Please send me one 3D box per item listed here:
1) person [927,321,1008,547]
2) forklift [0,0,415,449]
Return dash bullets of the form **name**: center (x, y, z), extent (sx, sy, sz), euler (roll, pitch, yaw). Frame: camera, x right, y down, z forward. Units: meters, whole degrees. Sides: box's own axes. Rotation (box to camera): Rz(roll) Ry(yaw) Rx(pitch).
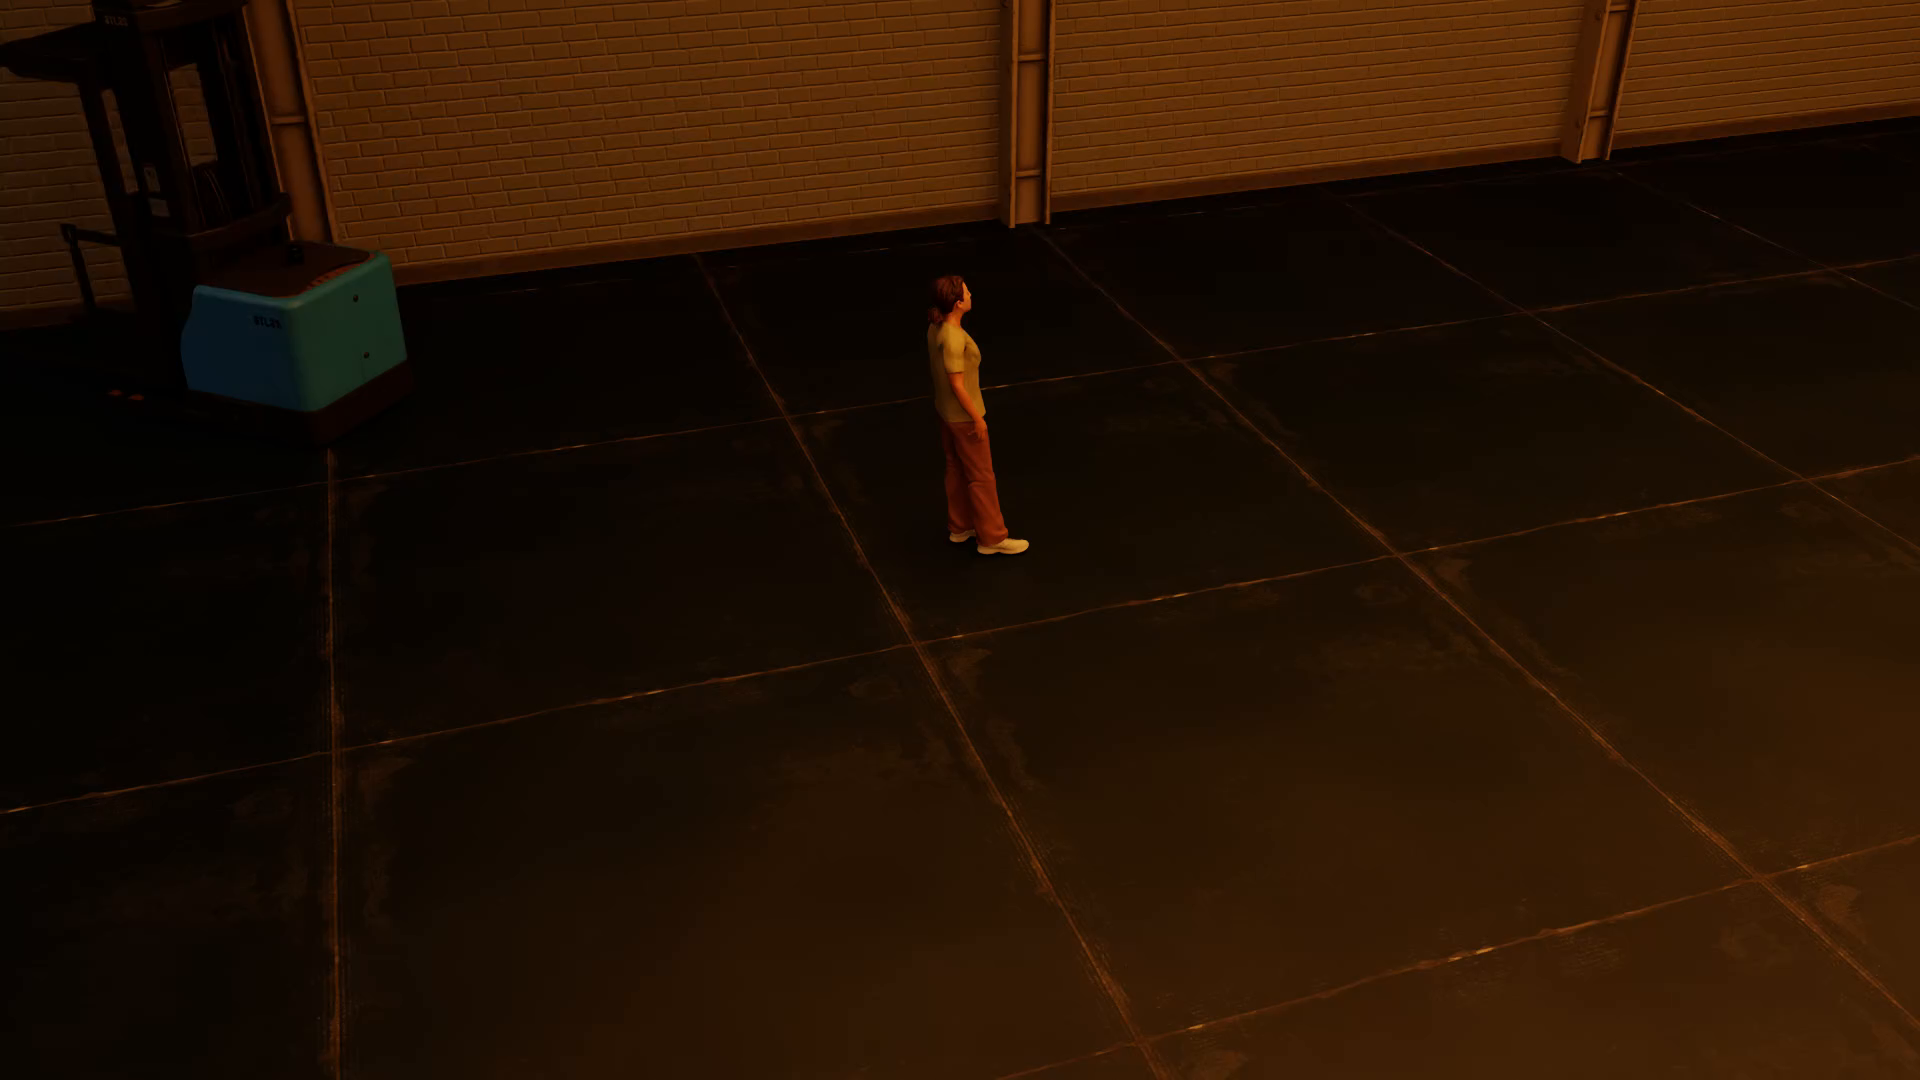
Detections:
- **person**: center (0.030, -0.655, 9.651), extent (0.396, 1.363, 0.519), euler (-10, 31, -16)
- **forklift**: center (-5.411, -2.338, 11.151), extent (3.031, 2.935, 1.130), euler (11, 32, 19)
